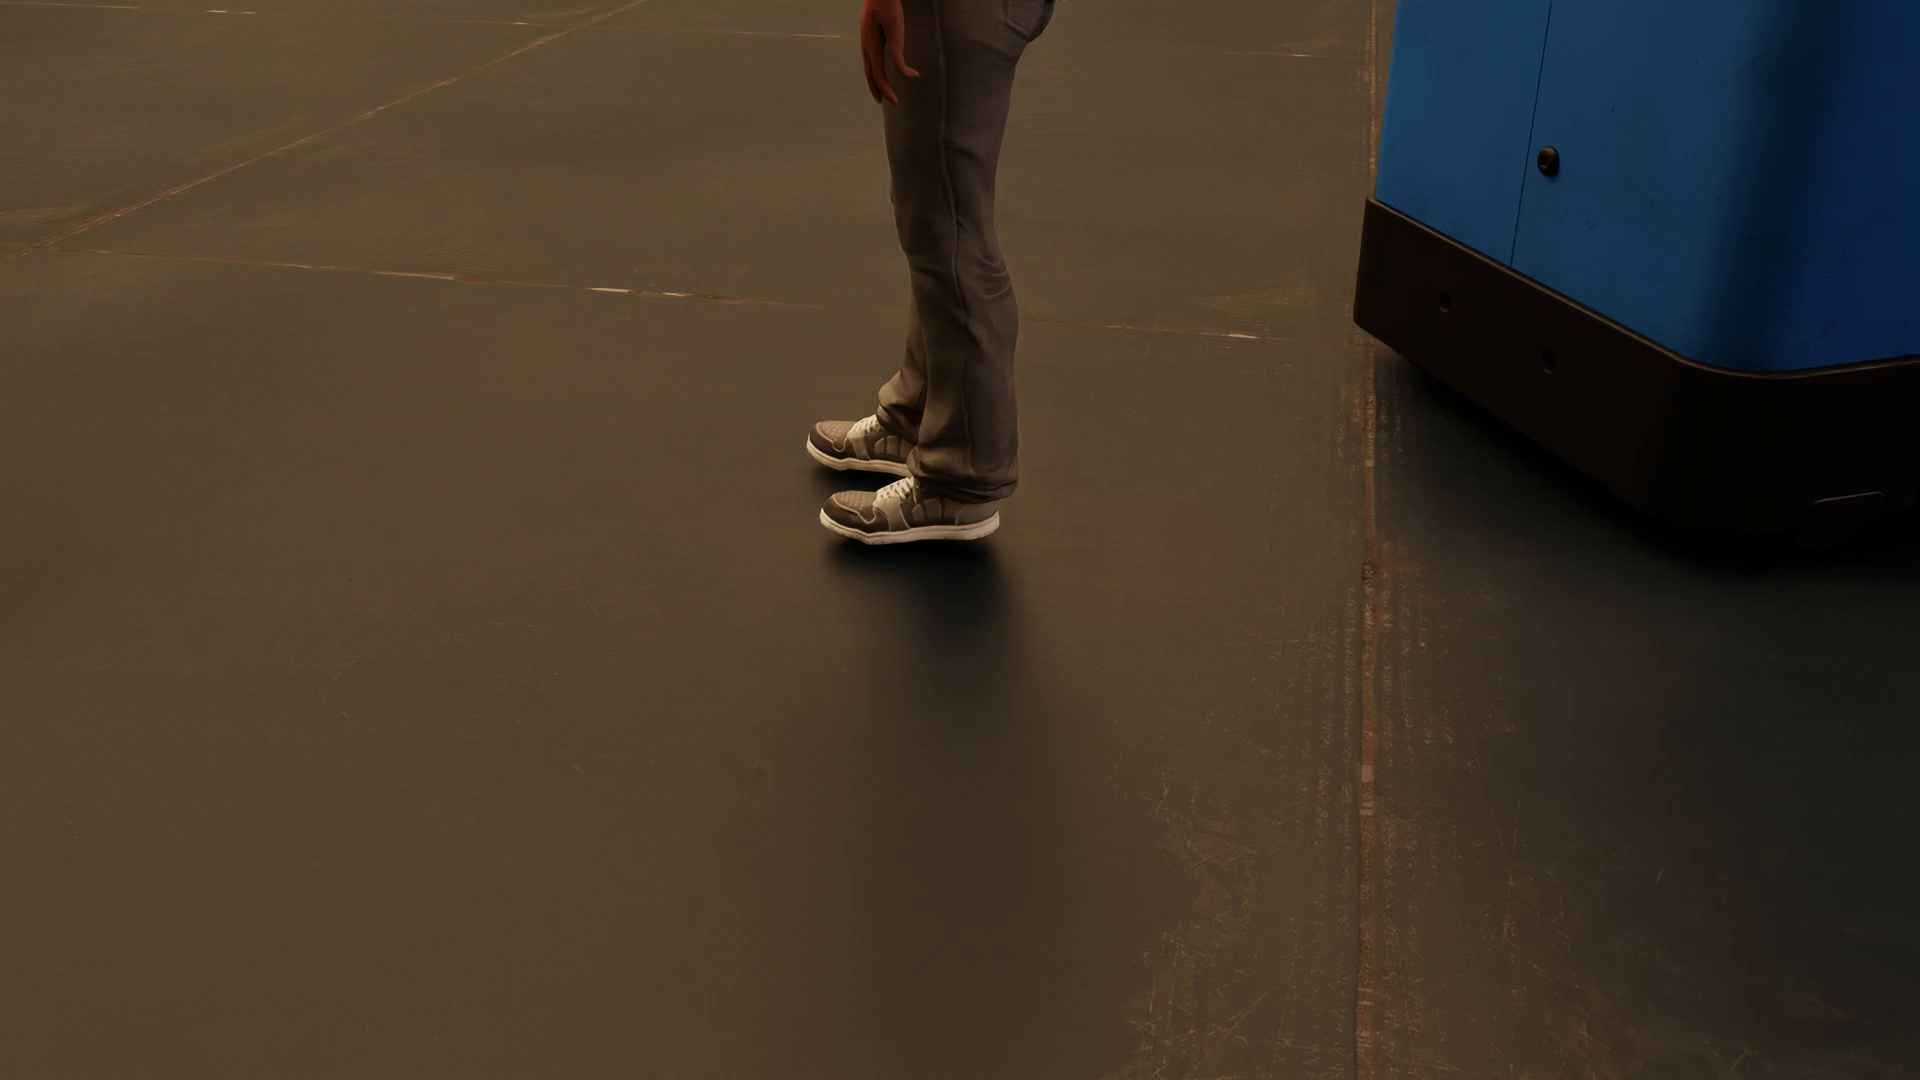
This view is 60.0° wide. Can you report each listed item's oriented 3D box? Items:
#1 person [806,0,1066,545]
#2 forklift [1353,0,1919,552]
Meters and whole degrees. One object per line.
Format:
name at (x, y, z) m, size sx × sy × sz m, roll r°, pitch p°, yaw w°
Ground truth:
person at (-0.069, -0.726, 2.167) m, size 0.475 × 1.582 × 0.521 m, roll 6°, pitch 27°, yaw 11°
forklift at (2.324, -1.660, 2.536) m, size 3.031 × 2.935 × 1.130 m, roll -8°, pitch 28°, yaw -15°
